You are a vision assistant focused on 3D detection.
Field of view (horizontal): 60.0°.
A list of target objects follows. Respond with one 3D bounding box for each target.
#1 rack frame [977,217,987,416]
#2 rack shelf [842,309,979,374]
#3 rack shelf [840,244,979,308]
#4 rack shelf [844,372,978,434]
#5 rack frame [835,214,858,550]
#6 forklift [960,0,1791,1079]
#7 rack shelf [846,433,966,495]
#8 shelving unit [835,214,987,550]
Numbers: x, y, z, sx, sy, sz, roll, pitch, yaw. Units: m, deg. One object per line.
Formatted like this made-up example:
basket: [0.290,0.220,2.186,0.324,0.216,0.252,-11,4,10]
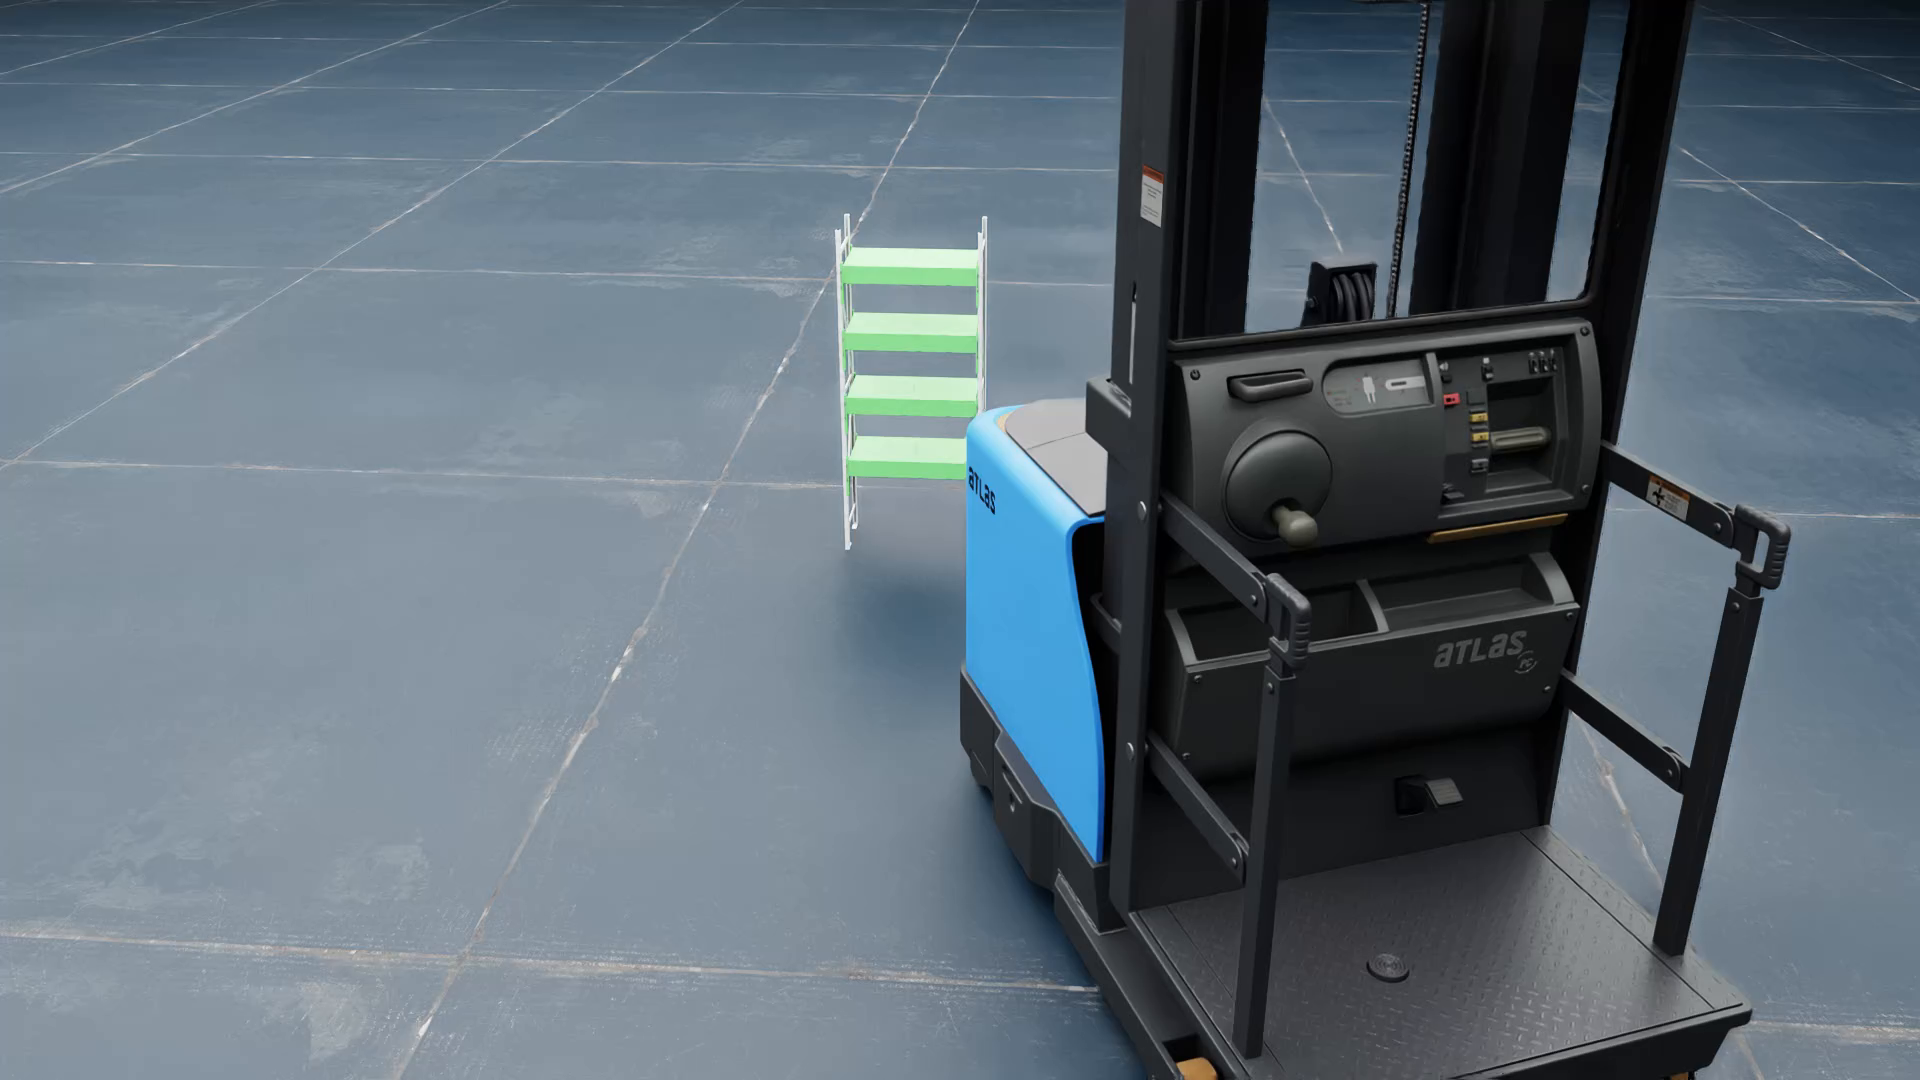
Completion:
rack frame: [0.078,-0.543,5.994,0.015,1.200,0.240,2,25,4]
rack shelf: [-0.165,-0.710,5.937,0.480,0.148,0.258,2,25,4]
rack shelf: [-0.165,-0.928,5.837,0.480,0.148,0.258,2,25,4]
rack shelf: [-0.165,-0.492,6.037,0.480,0.148,0.258,2,25,4]
rack frame: [-0.408,-0.558,6.028,0.015,1.200,0.240,2,25,4]
forklift: [0.943,-0.183,3.141,1.130,2.935,3.031,-8,26,-16]
rack shelf: [-0.165,-0.274,6.138,0.480,0.148,0.258,2,25,4]
shelving unit: [-0.165,-0.550,6.011,0.503,1.200,0.258,2,25,4]
